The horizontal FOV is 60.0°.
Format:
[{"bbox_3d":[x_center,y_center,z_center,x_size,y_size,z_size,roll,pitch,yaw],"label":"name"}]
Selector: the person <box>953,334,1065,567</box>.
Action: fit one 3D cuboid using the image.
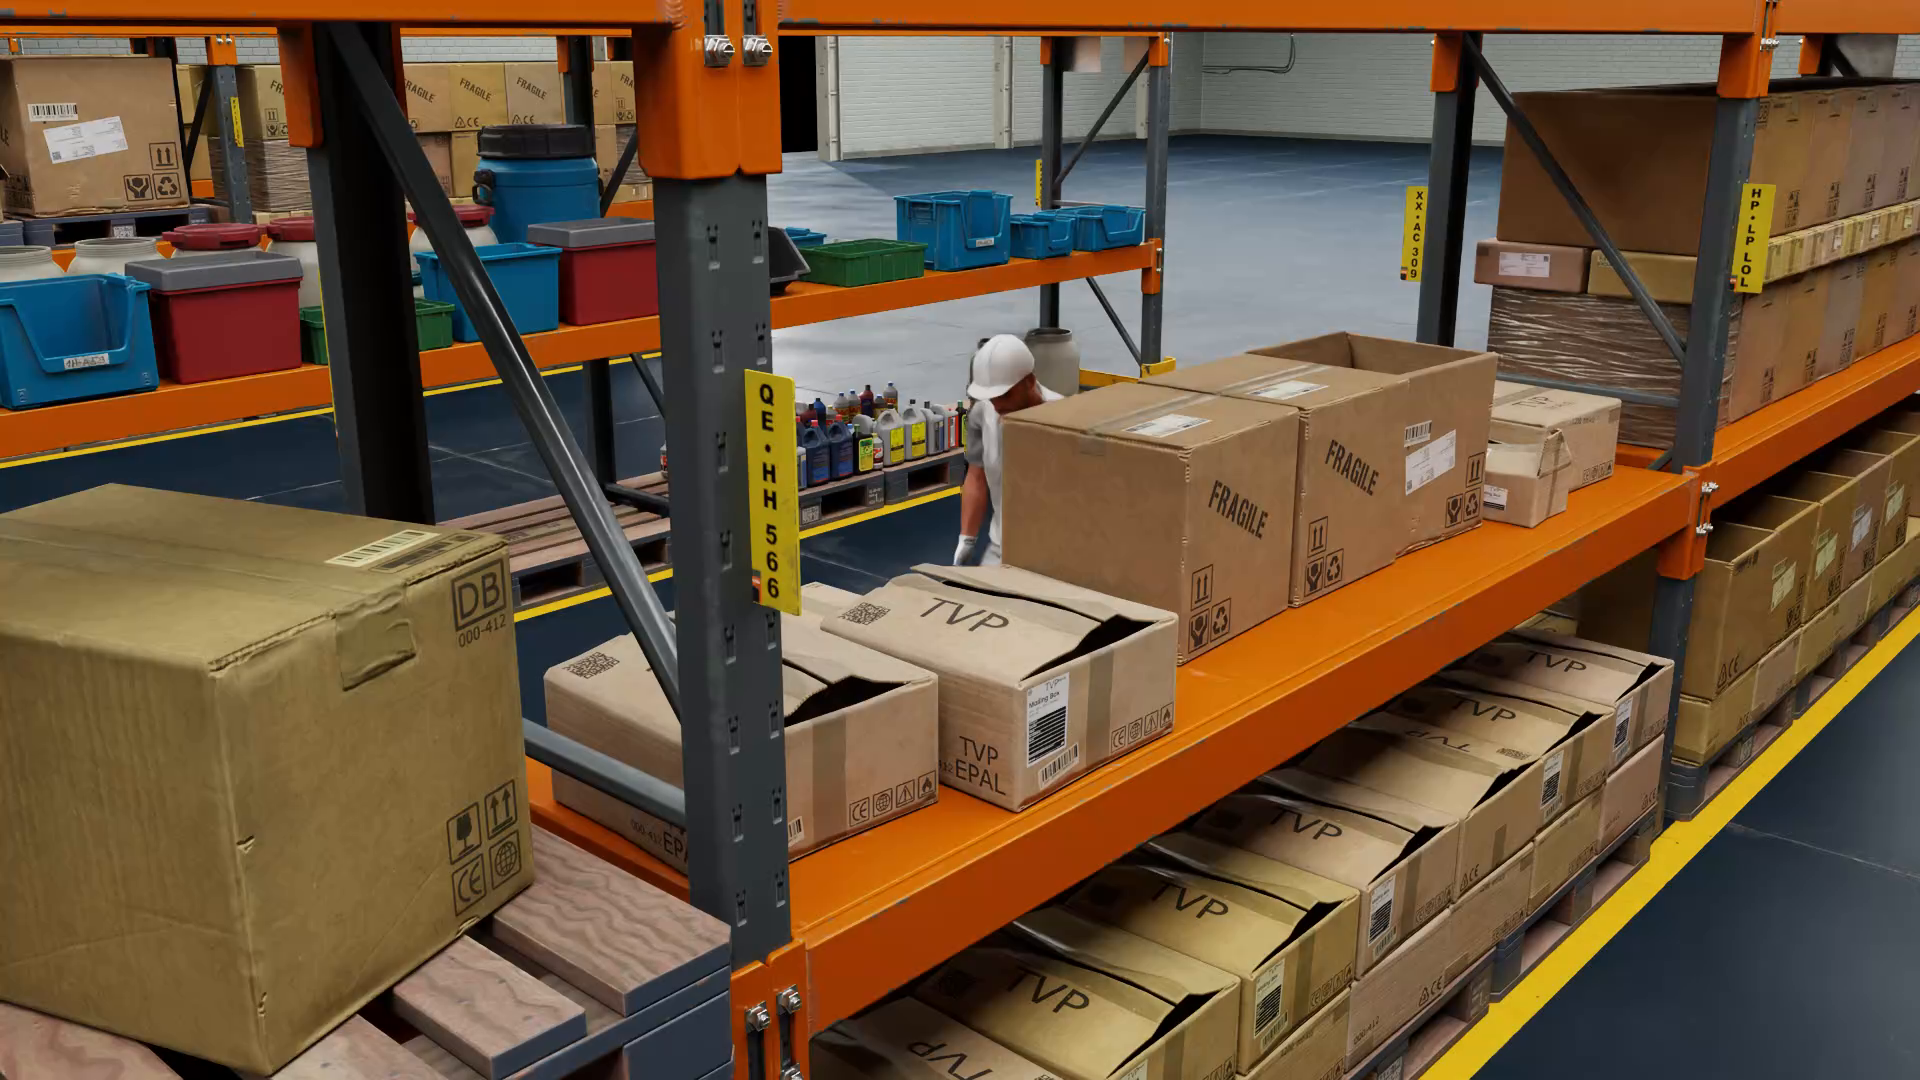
[{"bbox_3d":[0.238,0.069,5.986,0.560,1.666,0.558,15,22,40],"label":"person"}]
